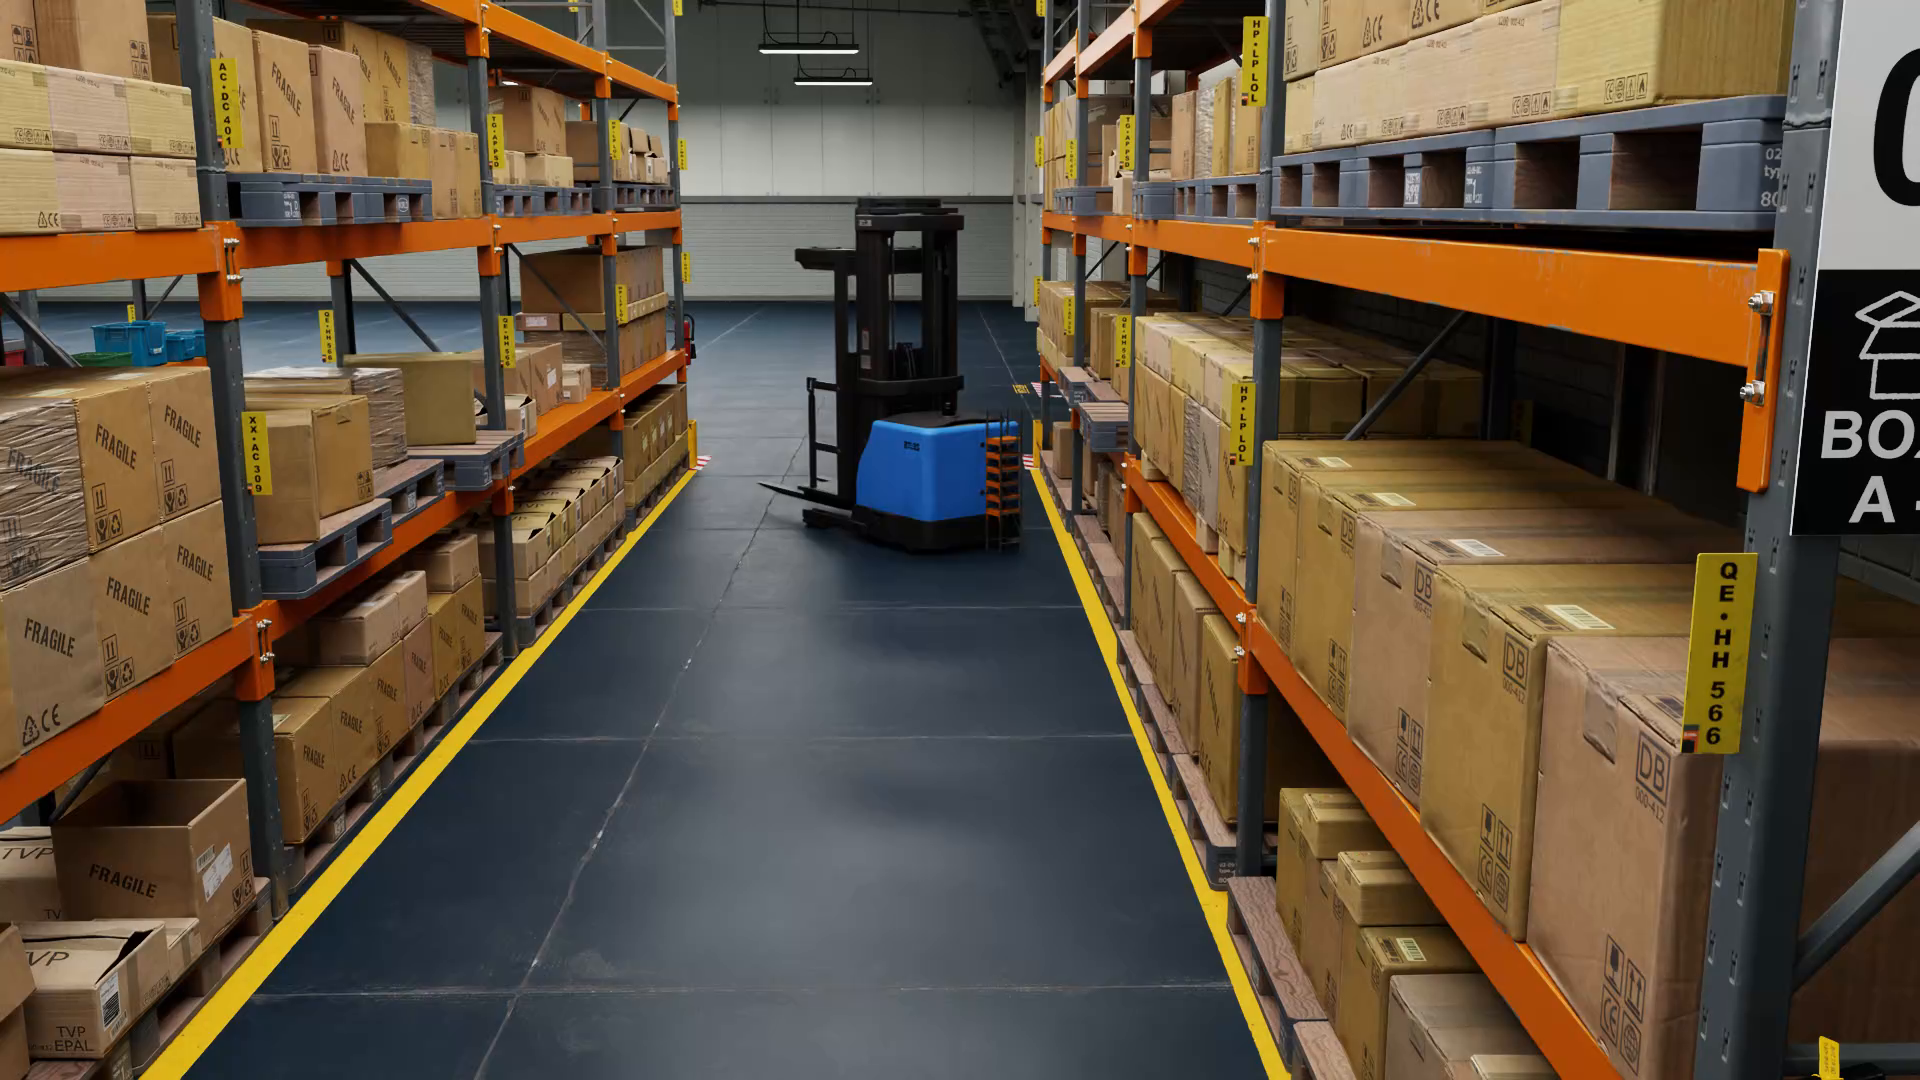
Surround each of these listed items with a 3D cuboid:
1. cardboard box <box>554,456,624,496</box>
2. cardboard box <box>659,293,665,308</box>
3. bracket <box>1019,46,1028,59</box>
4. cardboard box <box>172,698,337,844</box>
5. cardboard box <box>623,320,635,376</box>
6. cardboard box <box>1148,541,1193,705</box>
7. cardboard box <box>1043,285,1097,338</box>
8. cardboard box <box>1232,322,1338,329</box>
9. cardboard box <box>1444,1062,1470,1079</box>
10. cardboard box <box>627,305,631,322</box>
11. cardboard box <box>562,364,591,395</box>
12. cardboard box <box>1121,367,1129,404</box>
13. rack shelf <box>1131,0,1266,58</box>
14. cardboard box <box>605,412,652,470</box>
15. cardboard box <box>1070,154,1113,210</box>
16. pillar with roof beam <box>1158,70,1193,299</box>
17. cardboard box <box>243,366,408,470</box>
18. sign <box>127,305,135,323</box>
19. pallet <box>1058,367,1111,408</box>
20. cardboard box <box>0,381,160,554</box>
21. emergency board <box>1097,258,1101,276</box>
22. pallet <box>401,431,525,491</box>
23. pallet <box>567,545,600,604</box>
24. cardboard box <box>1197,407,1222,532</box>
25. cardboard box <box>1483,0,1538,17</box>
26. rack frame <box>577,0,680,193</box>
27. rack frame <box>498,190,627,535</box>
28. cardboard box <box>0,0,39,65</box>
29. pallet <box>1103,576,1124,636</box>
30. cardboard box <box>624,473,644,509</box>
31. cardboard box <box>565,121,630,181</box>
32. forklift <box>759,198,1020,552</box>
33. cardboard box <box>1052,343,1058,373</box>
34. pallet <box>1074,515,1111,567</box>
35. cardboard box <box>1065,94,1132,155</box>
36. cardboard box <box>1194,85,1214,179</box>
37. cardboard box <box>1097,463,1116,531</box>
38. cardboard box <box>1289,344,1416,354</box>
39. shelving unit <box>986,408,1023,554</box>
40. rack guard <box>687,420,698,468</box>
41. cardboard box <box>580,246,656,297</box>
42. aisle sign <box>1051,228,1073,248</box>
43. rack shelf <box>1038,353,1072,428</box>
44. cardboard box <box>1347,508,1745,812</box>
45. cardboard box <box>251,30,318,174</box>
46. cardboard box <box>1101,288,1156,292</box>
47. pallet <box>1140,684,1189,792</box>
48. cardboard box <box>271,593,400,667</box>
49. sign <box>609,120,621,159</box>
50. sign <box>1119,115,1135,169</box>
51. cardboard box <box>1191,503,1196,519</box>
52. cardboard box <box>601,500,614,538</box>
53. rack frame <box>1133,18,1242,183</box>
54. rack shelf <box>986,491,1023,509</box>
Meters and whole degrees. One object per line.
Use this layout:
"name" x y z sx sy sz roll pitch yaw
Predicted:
"cardboard box" -3.165 -0.554 14.192 0.500 0.311 0.500 0 11 -1
"cardboard box" -3.338 -2.535 17.625 0.380 0.149 0.250 0 11 0
"bracket" 1.500 -11.059 37.385 0.076 0.066 4.783 0 11 -1
"cardboard box" -3.061 1.003 7.252 0.500 0.500 0.500 -1 11 -4
"cardboard box" -3.500 -1.841 15.840 0.700 0.500 0.500 0 11 0
"cardboard box" 1.471 0.443 9.182 0.750 0.750 0.750 0 11 -1
"cardboard box" 1.123 -2.323 16.904 0.500 0.500 0.500 -1 11 -3
"cardboard box" 1.851 -1.106 9.529 0.500 0.250 0.500 -1 11 -3
"cardboard box" 1.615 1.646 4.134 0.700 0.500 0.500 0 11 -1
"cardboard box" -3.295 -2.124 15.601 0.380 0.149 0.250 -1 11 -3
"cardboard box" -3.407 -1.329 13.941 0.500 0.250 0.500 0 11 2
"cardboard box" 1.516 -1.195 11.546 0.700 0.500 0.500 -1 12 -7
"rack shelf" 1.616 -2.720 8.147 1.077 0.370 4.000 0 11 -1
"cardboard box" -3.175 -0.918 15.515 0.500 0.500 0.500 0 11 -1
"cardboard box" 1.234 -3.150 14.693 0.500 0.500 0.500 0 11 0
"pillar with roof beam" -2.015 -5.103 17.078 9.100 9.000 0.400 0 11 -1
"cardboard box" -3.424 -0.652 8.921 0.700 0.500 0.500 2 12 10
"sign" -9.046 -2.410 18.195 0.100 0.325 0.005 0 11 -1
"pallet" 1.362 -1.274 13.778 1.003 0.211 1.213 0 11 -1
"cardboard box" -3.013 -0.247 5.467 0.500 0.500 0.500 0 11 -2
"emergency board" 2.152 -3.864 26.063 0.194 1.169 0.643 0 11 -1
"pallet" -3.294 -0.476 9.844 1.213 0.211 1.003 0 11 -1
"pallet" -3.378 0.256 12.765 1.003 0.211 1.213 0 11 -1
"cardboard box" 1.375 -0.327 7.578 0.500 0.500 0.500 0 11 -1
"cardboard box" 1.453 -1.398 3.546 0.500 0.500 0.500 0 11 1
"rack frame" -3.543 -5.235 17.730 1.000 3.000 0.127 0 11 -1
"rack frame" -3.460 -1.500 14.407 1.000 3.000 0.127 0 11 -1
"cardboard box" -3.378 -1.722 5.193 0.700 0.500 0.500 0 11 -1
"pallet" 1.560 0.486 11.635 1.003 0.211 1.213 0 11 -1
"cardboard box" -3.167 -0.451 15.099 0.500 0.250 0.500 0 11 -1
"cardboard box" -3.207 -3.394 14.542 0.500 0.500 0.500 1 11 4
"forklift" -0.777 -1.577 14.962 1.130 2.935 3.031 -9 14 -37
"cardboard box" 1.151 -1.749 15.963 0.500 0.250 0.500 0 11 -1
"pallet" 1.510 0.001 14.026 1.003 0.211 1.213 0 11 -1
"cardboard box" 1.211 -3.638 14.587 0.500 0.500 0.500 -1 12 -6
"cardboard box" 1.706 -2.259 9.248 0.700 0.500 0.500 -1 12 -4
"cardboard box" 1.524 -0.365 13.995 0.700 0.500 0.500 0 11 1
"cardboard box" 1.876 -0.799 8.016 0.500 0.250 0.500 -1 11 -3
"shelving unit" 0.372 -0.500 14.006 0.258 1.200 0.189 -9 14 -37
"rack guard" -3.544 -1.075 18.599 1.175 0.500 0.348 0 11 -1
"cardboard box" -3.529 -2.772 17.163 0.700 0.500 0.500 -1 11 -3
"aisle sign" 1.108 -3.603 18.236 0.394 0.787 0.004 0 11 -1
"rack shelf" 1.451 -1.566 16.542 1.077 0.370 4.000 0 11 -1
"cardboard box" 1.687 0.320 4.683 0.980 0.700 0.700 -1 11 -4
"cardboard box" -3.268 -1.917 7.358 0.600 0.600 0.600 0 11 -2
"cardboard box" 1.658 -2.224 16.418 0.500 0.500 0.500 0 11 0
"pallet" 1.538 1.040 8.903 1.003 0.211 1.213 0 11 -1
"cardboard box" -3.082 0.437 8.158 0.500 0.250 0.500 0 11 -1
"sign" -2.918 -3.382 14.047 0.100 0.325 0.005 0 11 -1
"sign" 1.032 -2.447 10.233 0.100 0.325 0.005 0 11 -1
"cardboard box" 1.391 -0.189 8.527 0.380 0.149 0.250 0 11 1
"cardboard box" -3.153 -0.176 13.743 0.500 0.250 0.500 0 11 -2
"rack frame" 1.575 -3.666 9.995 1.000 3.000 0.127 0 11 -1
"rack shelf" 0.372 -0.339 14.039 0.258 0.103 0.180 -9 14 -37
